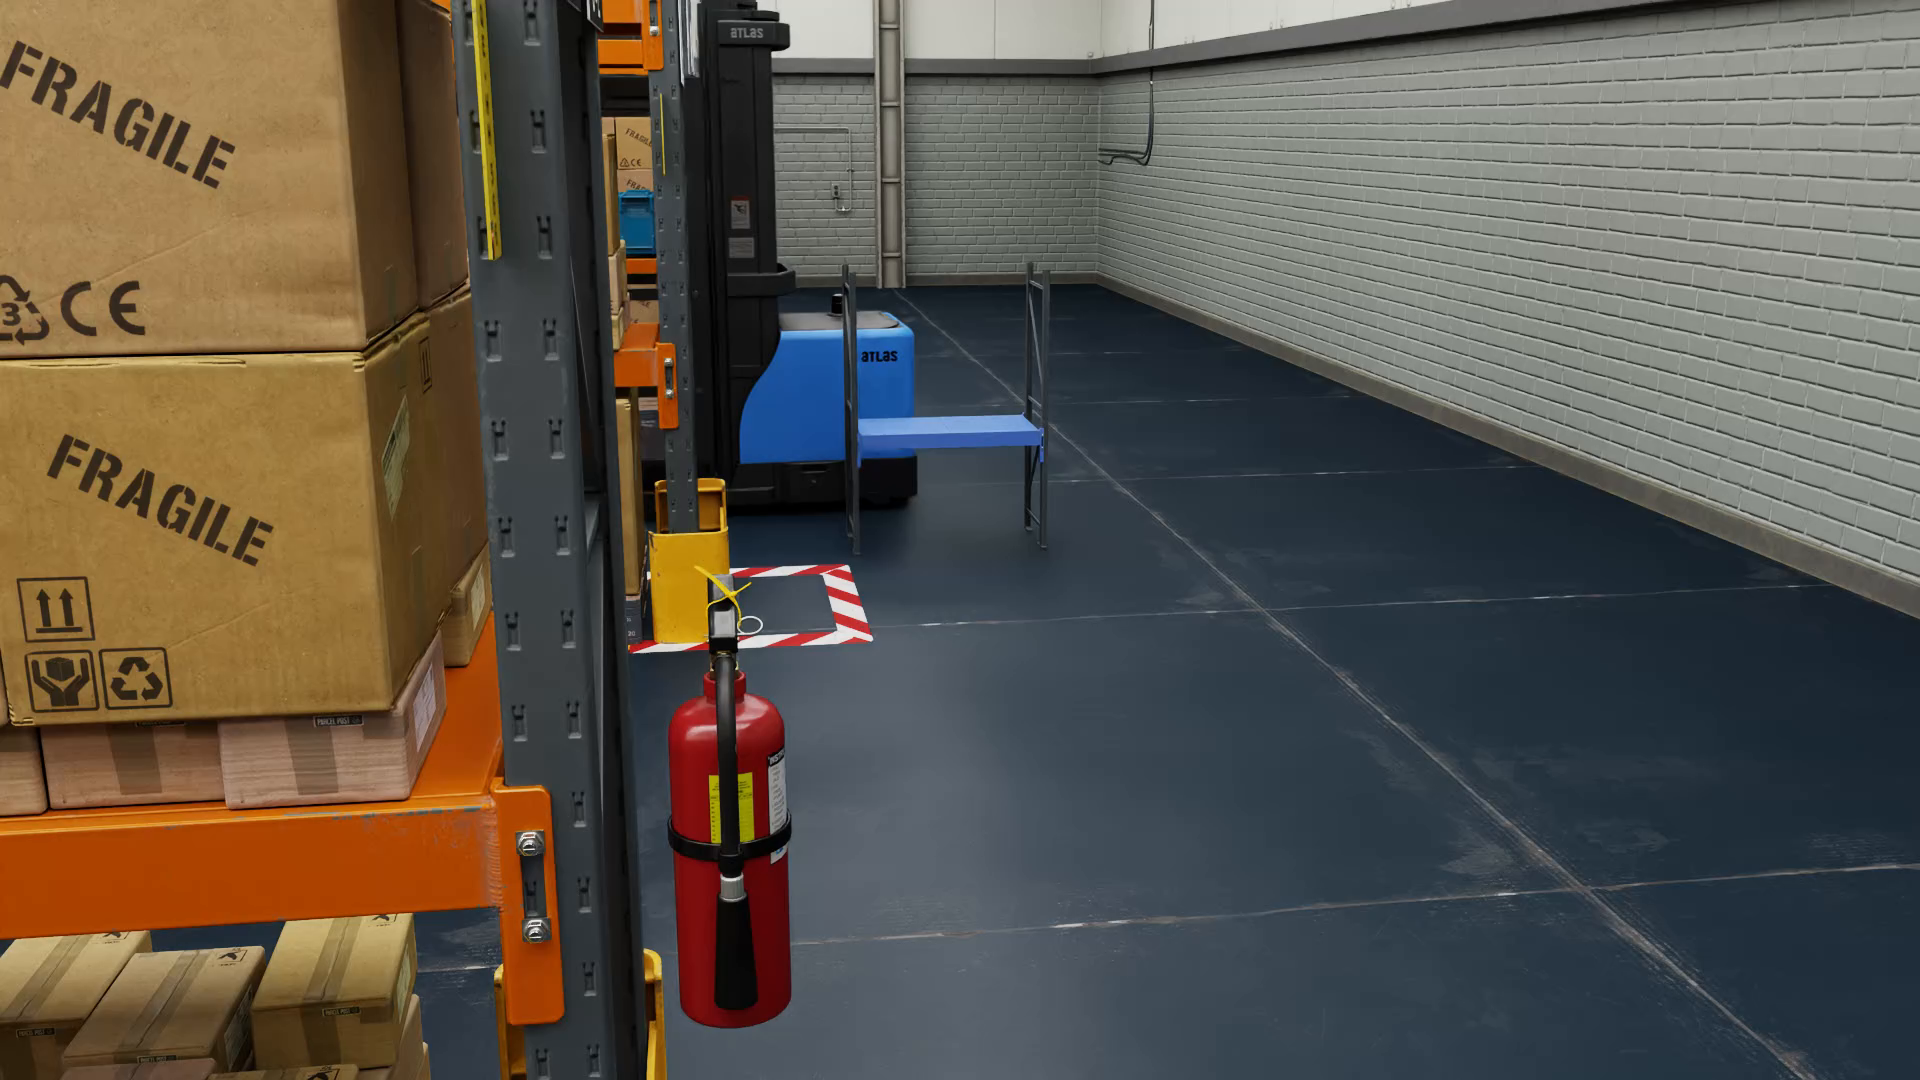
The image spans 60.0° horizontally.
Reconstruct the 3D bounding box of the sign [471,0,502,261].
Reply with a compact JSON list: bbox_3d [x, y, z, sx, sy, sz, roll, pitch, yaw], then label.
[{"bbox_3d":[-0.597,-0.520,2.100,0.005,0.325,0.100,-2,14,-8],"label":"sign"}]

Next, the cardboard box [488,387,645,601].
[{"bbox_3d":[-1.920,-0.267,7.625,0.875,0.875,0.875,-2,14,-8],"label":"cardboard box"}]

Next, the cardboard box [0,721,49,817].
[{"bbox_3d":[-1.438,0.275,2.477,0.250,0.149,0.380,-2,14,-9],"label":"cardboard box"}]

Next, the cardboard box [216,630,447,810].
[{"bbox_3d":[-0.941,0.262,2.527,0.250,0.149,0.380,-2,14,-8],"label":"cardboard box"}]

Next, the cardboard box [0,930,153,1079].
[{"bbox_3d":[-1.752,0.905,3.220,0.250,0.149,0.380,-2,14,-8],"label":"cardboard box"}]

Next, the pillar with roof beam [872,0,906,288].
[{"bbox_3d":[-0.331,-6.891,18.201,0.400,9.000,9.100,-2,14,-8],"label":"pillar with roof beam"}]

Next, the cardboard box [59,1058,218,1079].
[{"bbox_3d":[-1.403,1.026,2.737,0.250,0.149,0.380,-2,14,-7],"label":"cardboard box"}]

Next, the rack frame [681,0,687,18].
[{"bbox_3d":[-2.037,-5.238,11.608,0.127,3.000,1.000,-2,14,-8],"label":"rack frame"}]

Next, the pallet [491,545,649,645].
[{"bbox_3d":[-2.078,0.264,7.735,1.213,0.211,1.003,-2,14,-8],"label":"pallet"}]

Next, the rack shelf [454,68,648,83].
[{"bbox_3d":[-4.749,-4.553,16.523,4.000,0.370,1.077,-2,14,-8],"label":"rack shelf"}]

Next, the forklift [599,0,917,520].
[{"bbox_3d":[-1.825,-1.669,9.853,3.031,2.935,1.130,-3,14,-10],"label":"forklift"}]

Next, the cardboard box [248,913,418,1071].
[{"bbox_3d":[-1.229,0.888,3.288,0.250,0.149,0.380,-3,14,-11],"label":"cardboard box"}]

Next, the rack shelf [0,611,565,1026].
[{"bbox_3d":[-2.638,0.482,2.613,4.000,0.370,1.077,-2,14,-8],"label":"rack shelf"}]

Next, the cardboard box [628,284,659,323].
[{"bbox_3d":[-3.272,-2.441,17.025,0.500,0.500,0.500,-2,14,-8],"label":"cardboard box"}]

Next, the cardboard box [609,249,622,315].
[{"bbox_3d":[-1.739,-1.127,7.244,0.500,0.250,0.500,-2,14,-9],"label":"cardboard box"}]

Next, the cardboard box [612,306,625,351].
[{"bbox_3d":[-1.602,-0.922,7.250,0.250,0.149,0.380,-2,14,-7],"label":"cardboard box"}]

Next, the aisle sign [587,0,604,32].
[{"bbox_3d":[-0.633,-1.275,2.797,0.004,0.787,0.394,-2,14,-8],"label":"aisle sign"}]

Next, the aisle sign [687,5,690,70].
[{"bbox_3d":[-2.010,-3.663,12.316,0.004,0.787,0.394,-2,14,-8],"label":"aisle sign"}]

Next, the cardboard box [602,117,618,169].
[{"bbox_3d":[-3.670,-3.952,16.553,0.500,0.500,0.500,-2,14,-7],"label":"cardboard box"}]

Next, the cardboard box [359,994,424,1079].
[{"bbox_3d":[-1.217,1.052,3.245,0.250,0.149,0.380,-1,14,-6],"label":"cardboard box"}]

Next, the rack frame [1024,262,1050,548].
[{"bbox_3d":[0.418,-0.743,9.101,0.032,1.500,0.500,-2,14,-8],"label":"rack frame"}]

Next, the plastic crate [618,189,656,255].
[{"bbox_3d":[-2.340,-2.317,12.098,0.499,0.435,0.616,-2,14,-8],"label":"plastic crate"}]

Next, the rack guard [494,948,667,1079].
[{"bbox_3d":[-0.735,1.276,3.108,0.348,0.500,1.175,-2,14,-8],"label":"rack guard"}]

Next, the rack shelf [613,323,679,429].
[{"bbox_3d":[-3.277,-0.715,7.385,4.000,0.370,1.077,-2,14,-8],"label":"rack shelf"}]

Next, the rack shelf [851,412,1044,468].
[{"bbox_3d":[-0.084,-0.550,9.071,1.000,0.185,0.538,-2,14,-8],"label":"rack shelf"}]

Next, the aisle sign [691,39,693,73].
[{"bbox_3d":[-2.748,-4.853,17.064,0.004,0.787,0.394,-2,14,-8],"label":"aisle sign"}]

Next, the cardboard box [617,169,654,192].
[{"bbox_3d":[-3.174,-3.486,16.751,0.500,0.500,0.500,-2,14,-7],"label":"cardboard box"}]

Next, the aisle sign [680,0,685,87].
[{"bbox_3d":[-1.273,-2.472,7.569,0.004,0.787,0.394,-2,14,-8],"label":"aisle sign"}]

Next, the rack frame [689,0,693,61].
[{"bbox_3d":[-3.513,-7.621,21.110,0.127,3.000,1.000,-2,14,-8],"label":"rack frame"}]

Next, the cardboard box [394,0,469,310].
[{"bbox_3d":[-1.144,-0.665,2.835,0.500,0.500,0.500,-2,14,-9],"label":"cardboard box"}]

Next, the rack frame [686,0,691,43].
[{"bbox_3d":[-2.771,-6.429,16.359,0.127,3.000,1.000,-2,14,-8],"label":"rack frame"}]

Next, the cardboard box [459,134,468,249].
[{"bbox_3d":[-2.309,-1.601,7.595,0.500,0.500,0.500,-2,14,-10],"label":"cardboard box"}]

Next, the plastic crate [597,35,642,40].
[{"bbox_3d":[-2.459,-3.772,12.200,0.590,0.269,0.497,-2,14,-8],"label":"plastic crate"}]

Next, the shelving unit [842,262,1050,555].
[{"bbox_3d":[-0.084,-0.724,9.027,1.048,1.500,0.538,-2,14,-8],"label":"shelving unit"}]

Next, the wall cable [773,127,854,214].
[{"bbox_3d":[-2.388,-5.478,22.808,1.851,1.984,0.084,-2,14,-8],"label":"wall cable"}]

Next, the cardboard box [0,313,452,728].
[{"bbox_3d":[-1.066,-0.054,2.455,0.500,0.500,0.500,-2,14,-7],"label":"cardboard box"}]

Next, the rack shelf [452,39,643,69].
[{"bbox_3d":[-4.015,-3.361,11.771,4.000,0.370,1.077,-2,14,-8],"label":"rack shelf"}]
